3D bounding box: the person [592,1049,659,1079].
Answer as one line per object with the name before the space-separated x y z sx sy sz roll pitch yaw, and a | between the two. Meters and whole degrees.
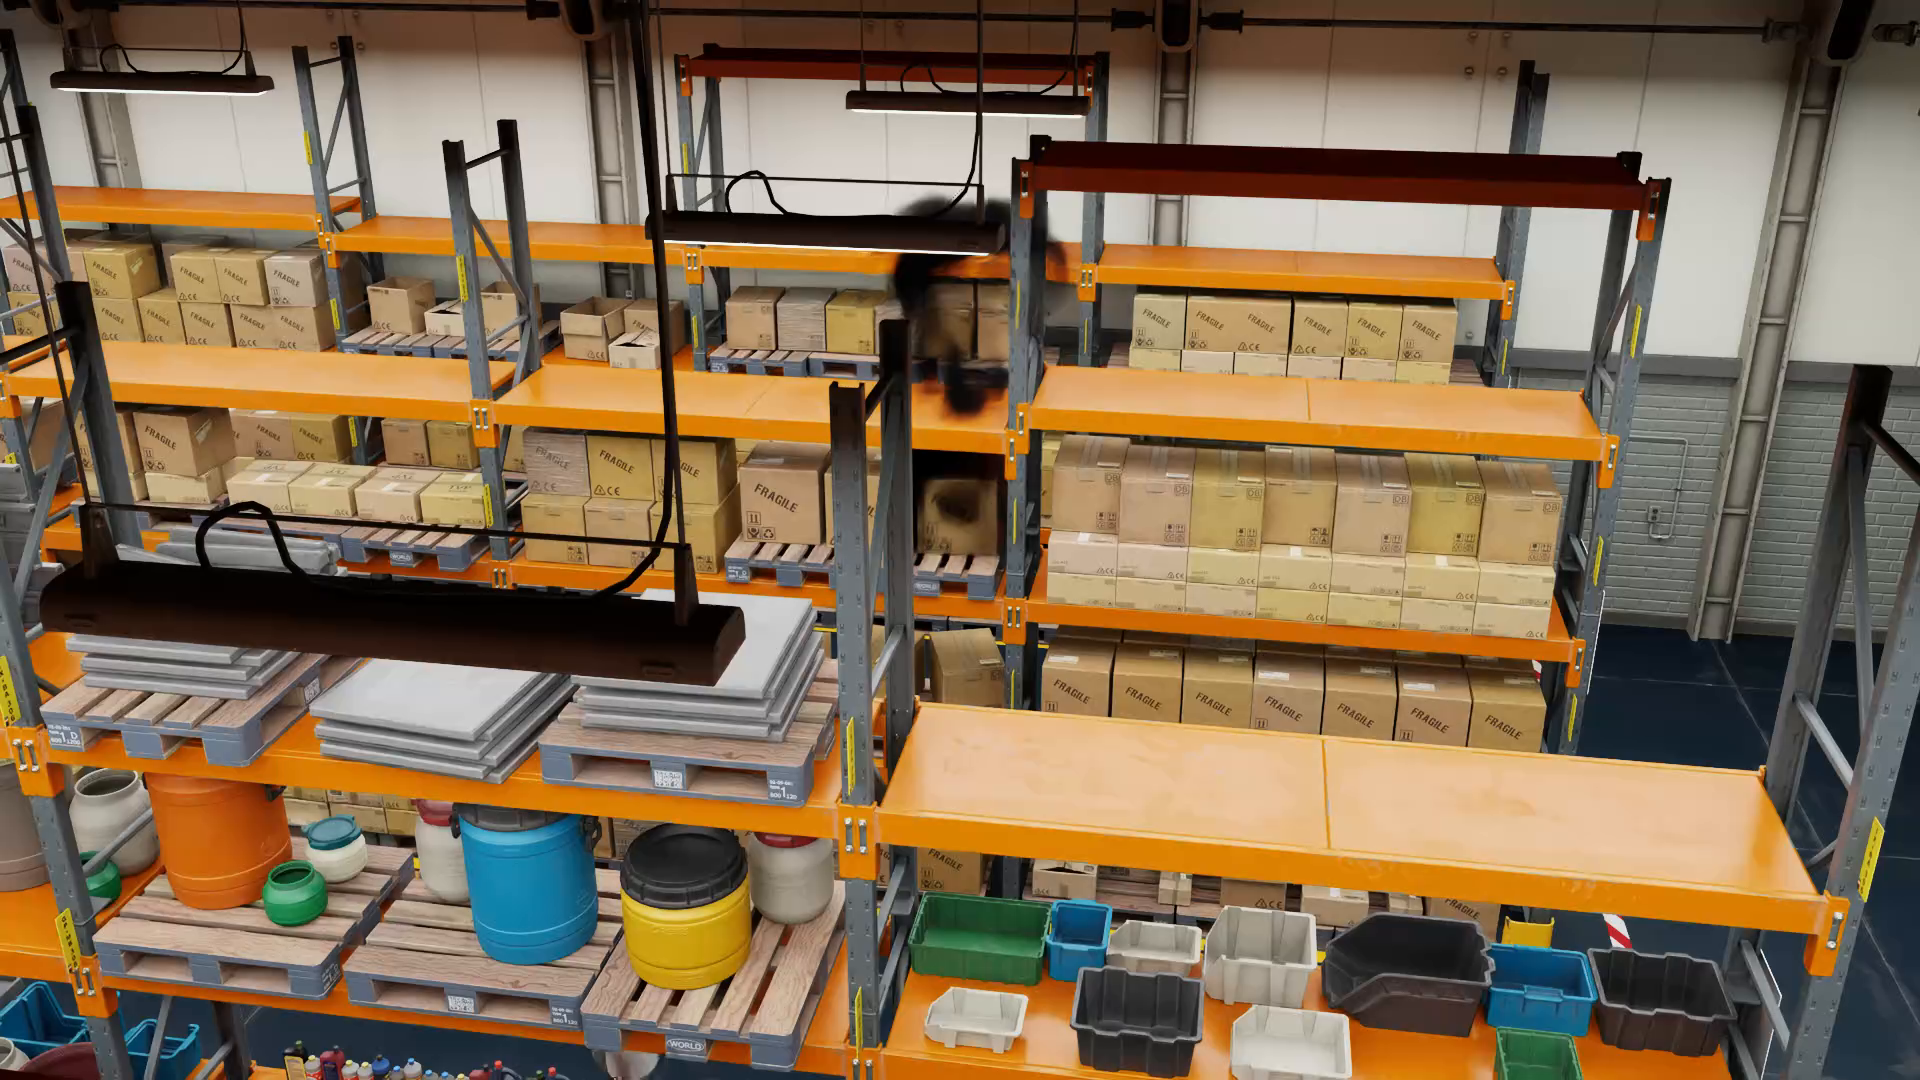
person | -2.128 3.159 10.671 0.765 1.793 0.674 4 23 8
